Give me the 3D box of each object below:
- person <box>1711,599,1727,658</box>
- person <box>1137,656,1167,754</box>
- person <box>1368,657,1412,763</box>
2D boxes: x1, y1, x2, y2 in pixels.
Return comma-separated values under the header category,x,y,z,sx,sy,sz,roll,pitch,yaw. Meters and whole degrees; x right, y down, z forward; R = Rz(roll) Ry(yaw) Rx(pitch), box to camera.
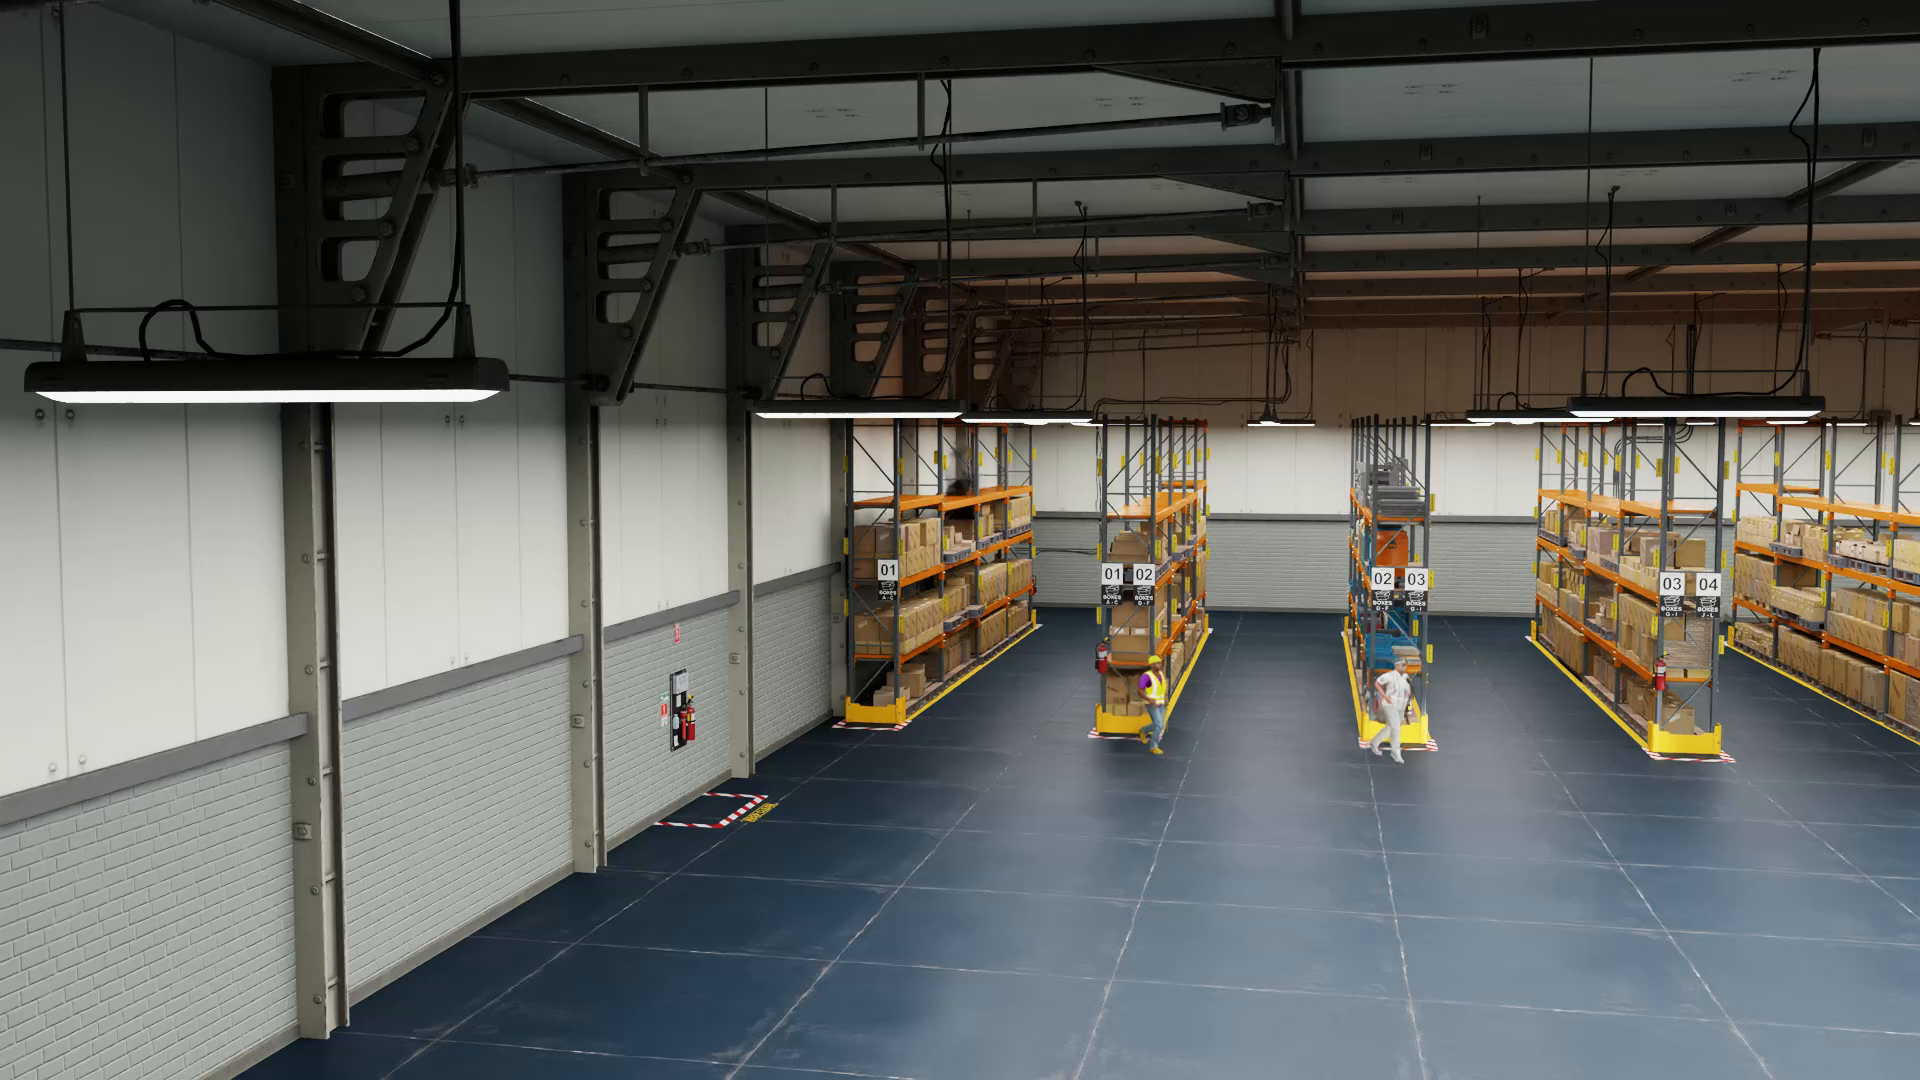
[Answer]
category,x,y,z,sx,sy,sz,roll,pitch,yaw
person,18.678,2.083,41.309,0.730,1.736,0.903,1,4,18
person,3.393,2.903,29.521,0.630,1.730,0.736,3,5,42
person,7.568,2.935,28.996,0.667,1.834,0.823,-3,5,-40
